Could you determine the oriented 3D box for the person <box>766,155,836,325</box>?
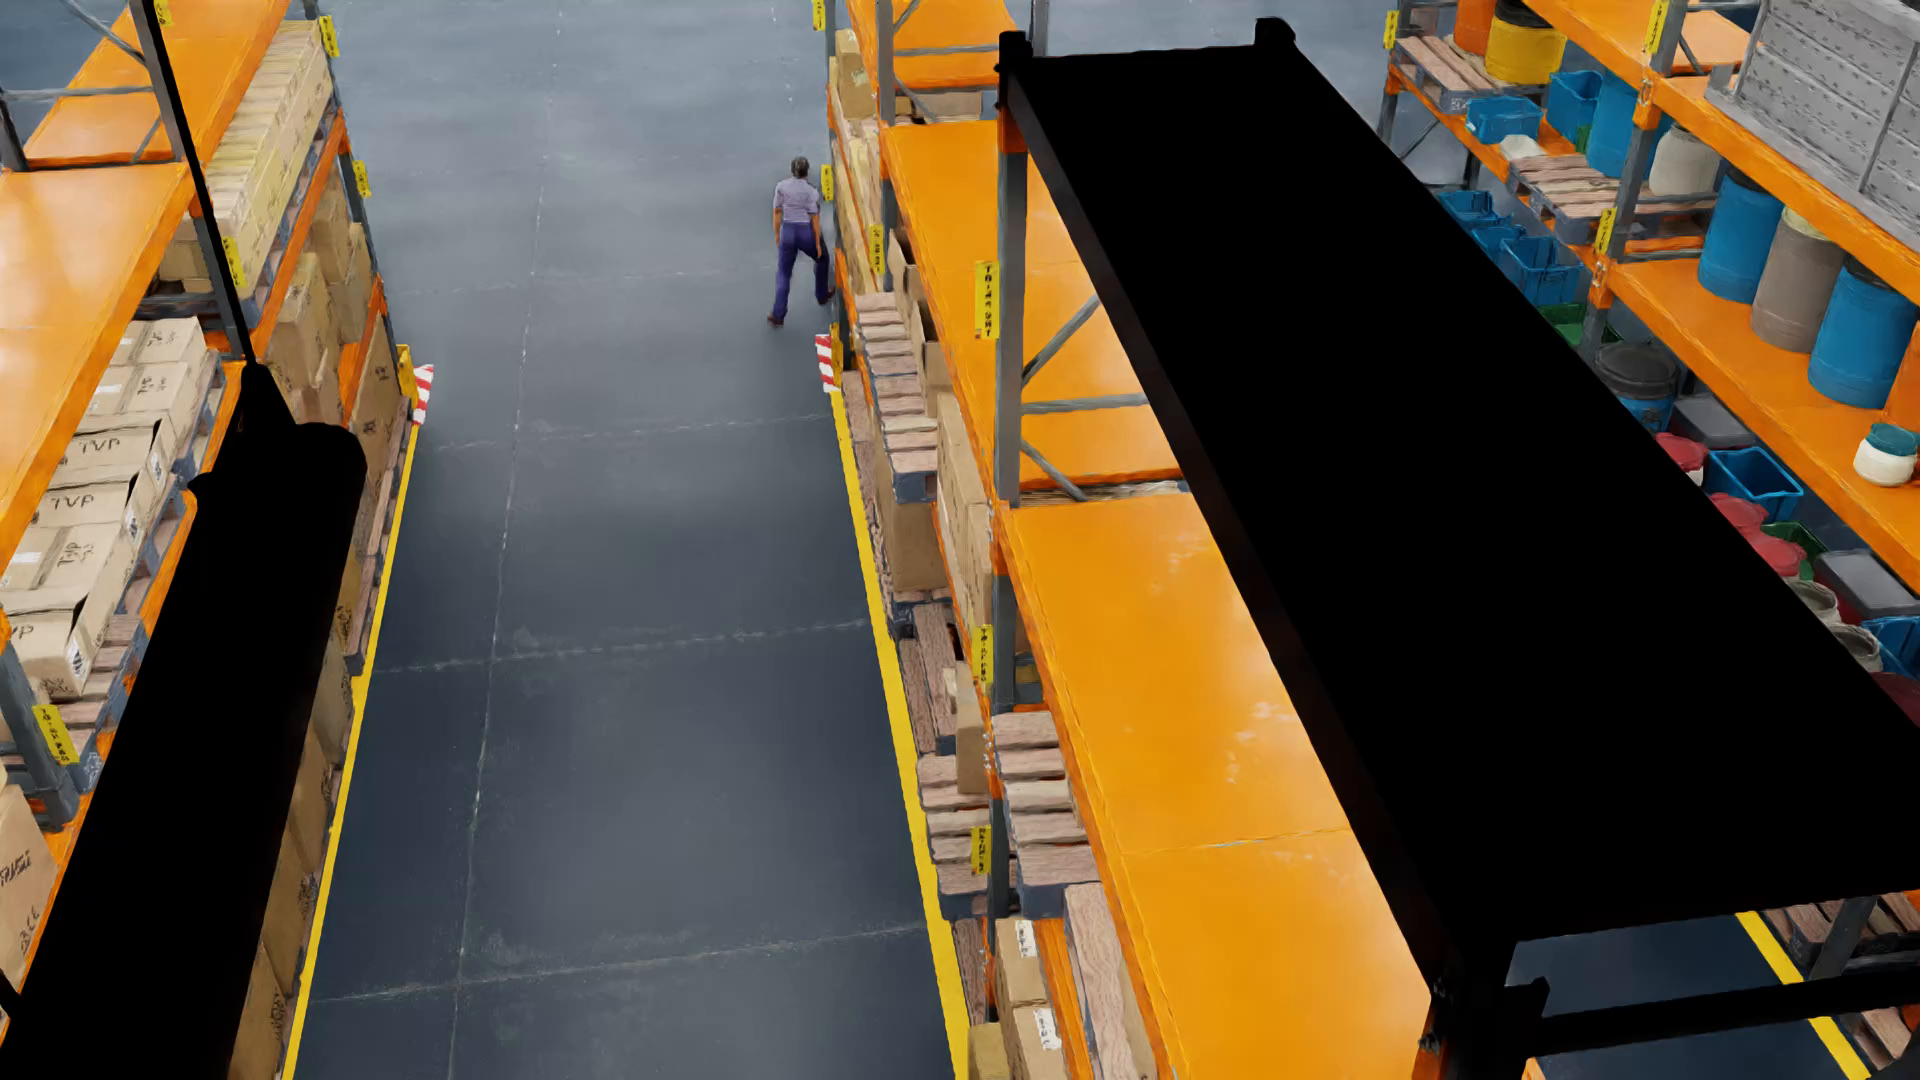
[{"bbox_3d":[-1.580,-2.917,16.095,0.534,1.570,0.940,8,37,10],"label":"person"}]
